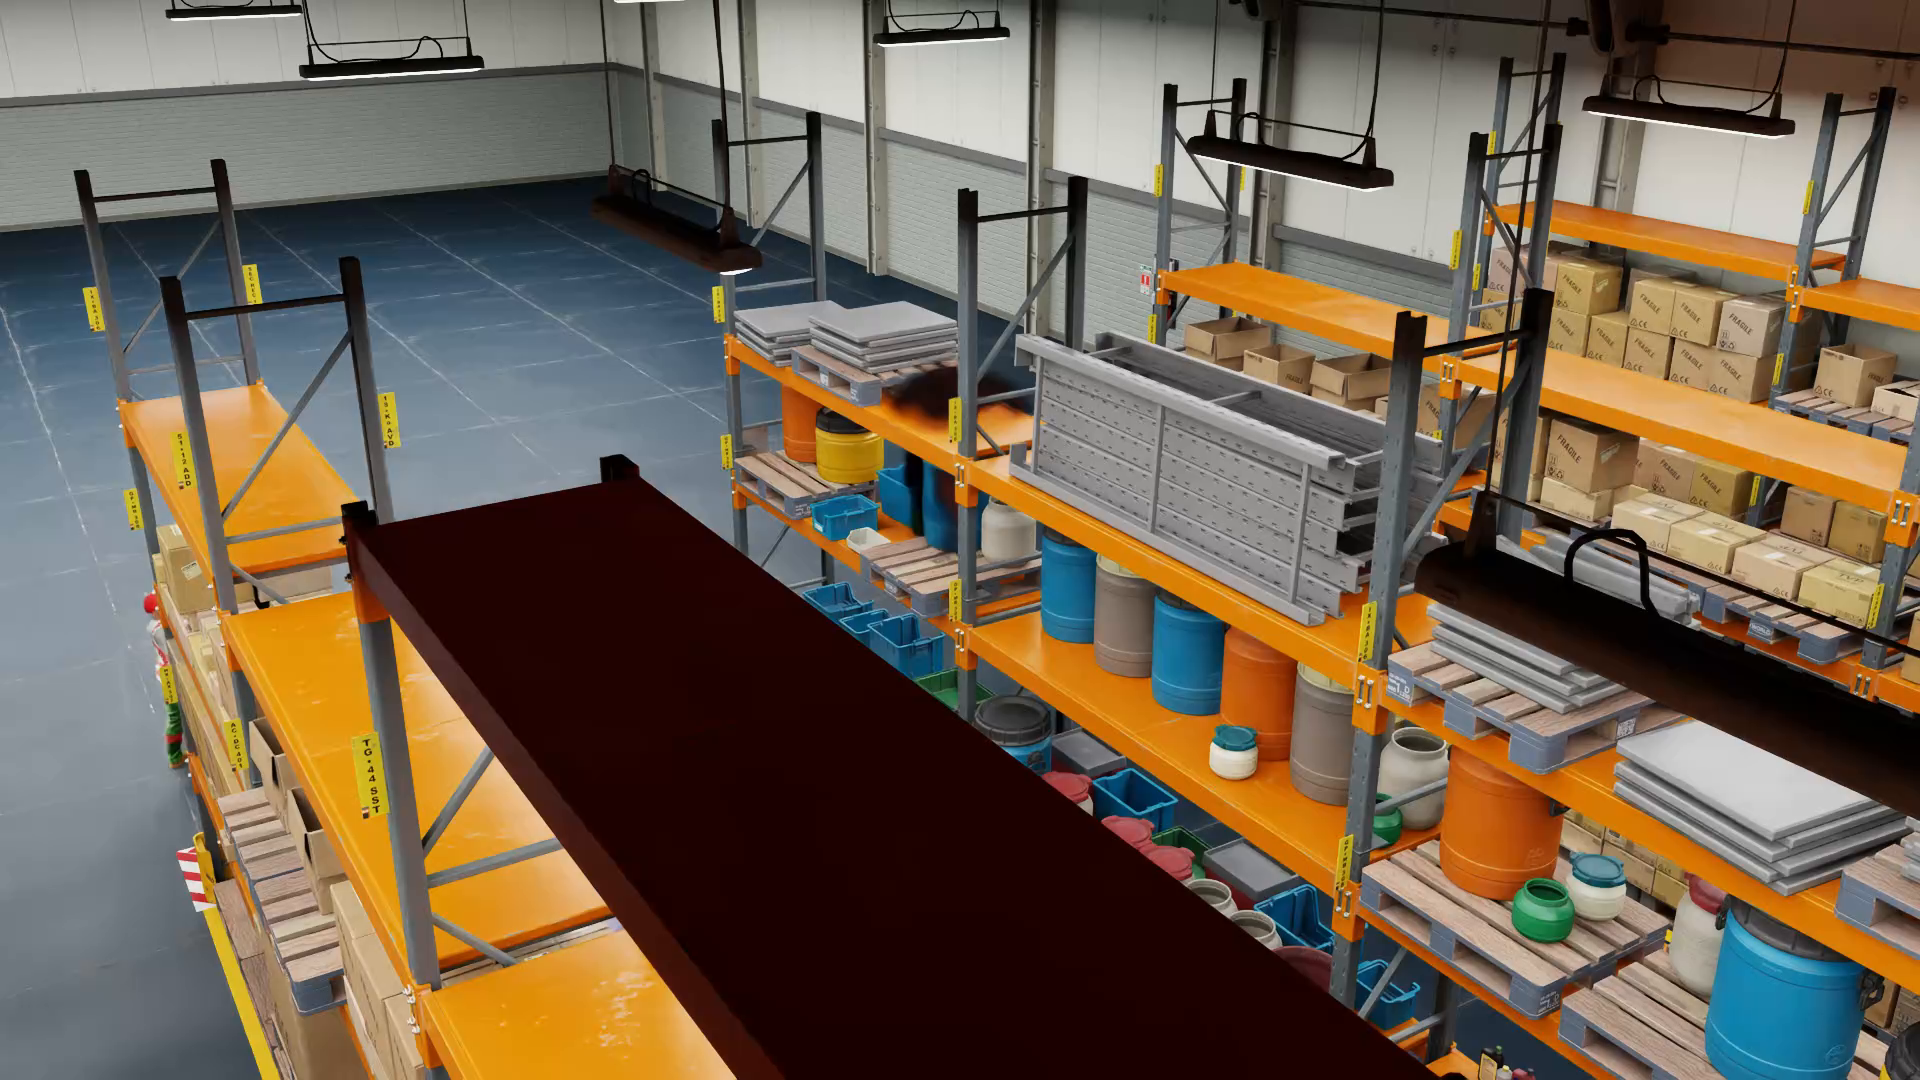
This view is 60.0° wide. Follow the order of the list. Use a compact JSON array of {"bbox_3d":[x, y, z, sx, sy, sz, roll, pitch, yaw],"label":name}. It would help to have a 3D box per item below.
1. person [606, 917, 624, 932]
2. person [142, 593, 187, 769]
[{"bbox_3d":[-2.439,3.042,11.586,0.452,1.636,0.550,-11,25,-26],"label":"person"},{"bbox_3d":[-7.306,1.340,15.620,0.745,1.799,0.430,17,28,37],"label":"person"}]
